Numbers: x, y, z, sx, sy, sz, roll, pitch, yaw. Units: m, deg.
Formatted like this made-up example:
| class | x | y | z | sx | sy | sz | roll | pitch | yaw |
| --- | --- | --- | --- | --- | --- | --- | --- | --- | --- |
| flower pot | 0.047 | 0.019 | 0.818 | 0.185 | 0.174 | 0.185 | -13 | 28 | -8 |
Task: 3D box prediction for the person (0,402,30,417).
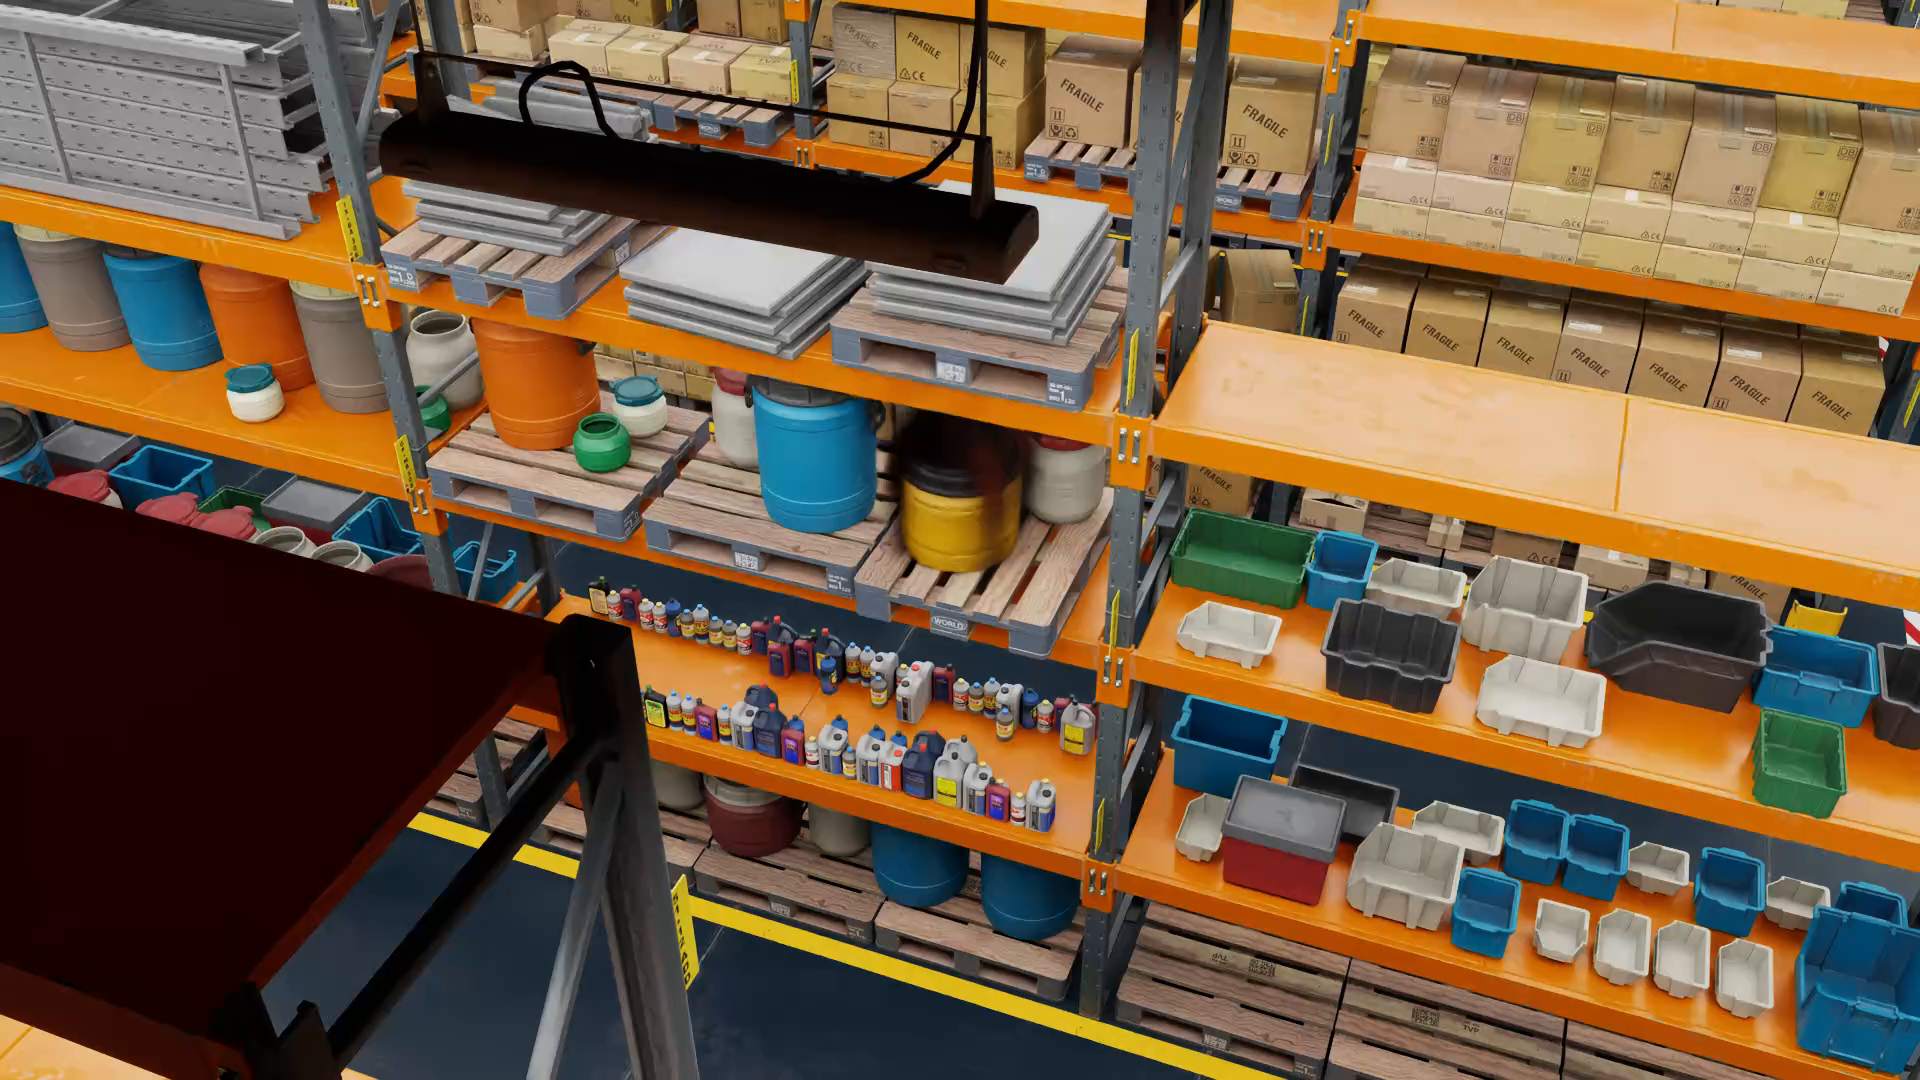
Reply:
| class | x | y | z | sx | sy | sz | roll | pitch | yaw |
| --- | --- | --- | --- | --- | --- | --- | --- | --- | --- |
| person | -7.851 | -1.134 | 13.478 | 0.590 | 1.803 | 0.487 | 17 | 40 | 22 |
